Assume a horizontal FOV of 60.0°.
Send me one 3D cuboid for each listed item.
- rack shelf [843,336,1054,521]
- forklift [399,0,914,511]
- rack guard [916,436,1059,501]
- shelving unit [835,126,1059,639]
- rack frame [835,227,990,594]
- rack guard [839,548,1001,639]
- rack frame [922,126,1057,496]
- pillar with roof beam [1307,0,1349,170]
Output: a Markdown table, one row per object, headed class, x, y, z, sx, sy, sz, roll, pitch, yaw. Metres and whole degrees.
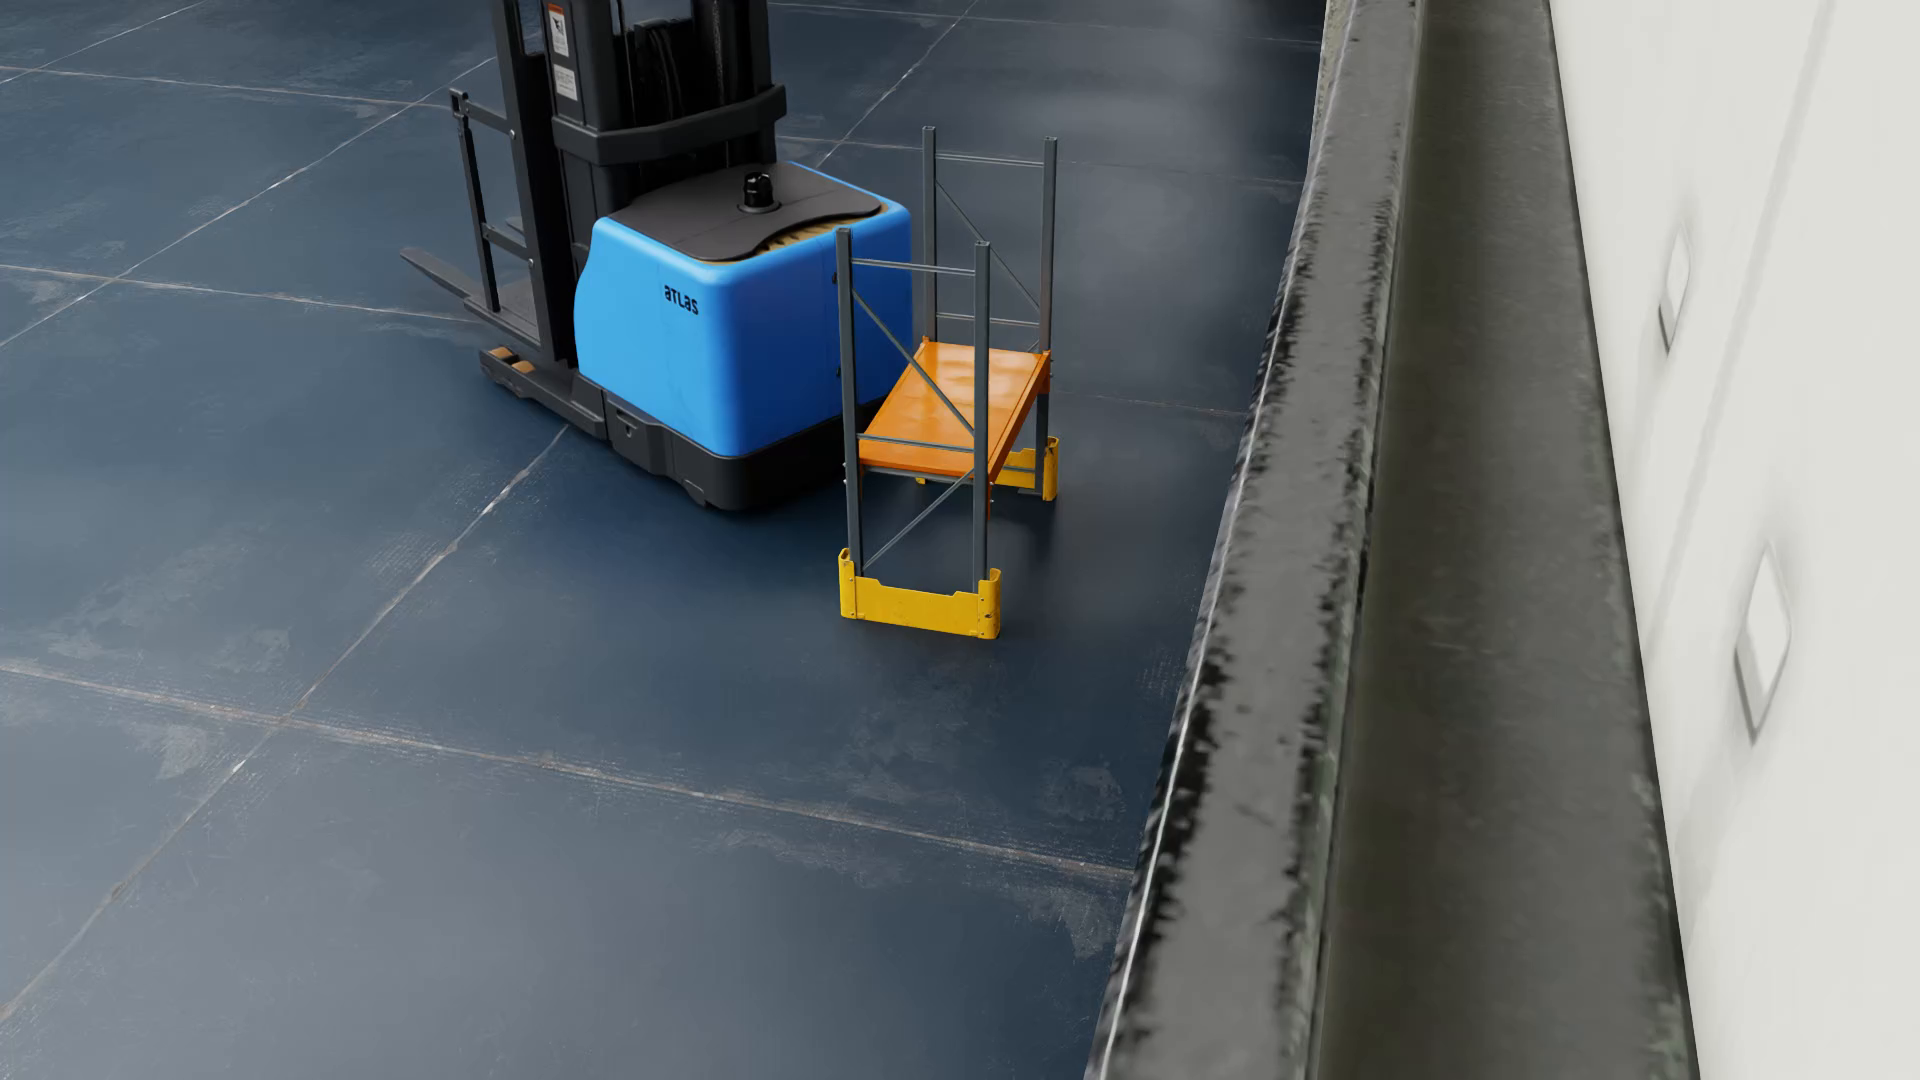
| class | x | y | z | sx | sy | sz | roll | pitch | yaw |
| --- | --- | --- | --- | --- | --- | --- | --- | --- | --- |
| rack shelf | -0.022 | -0.437 | 6.155 | 0.538 | 0.185 | 1.000 | 8 | 33 | 12 |
| forklift | -1.558 | -2.049 | 7.022 | 1.130 | 2.935 | 3.031 | -27 | 41 | -36 |
| rack guard | 0.107 | -0.324 | 6.807 | 0.587 | 0.250 | 0.087 | 8 | 33 | 12 |
| shelving unit | -0.019 | -0.593 | 6.065 | 0.587 | 1.500 | 1.083 | 8 | 33 | 12 |
| rack frame | -0.151 | -0.325 | 5.643 | 0.500 | 1.500 | 0.032 | 8 | 33 | 12 |
| rack guard | -0.146 | 0.192 | 5.994 | 0.587 | 0.250 | 0.087 | 8 | 33 | 12 |
| rack frame | 0.107 | -0.852 | 6.473 | 0.500 | 1.500 | 0.032 | 8 | 33 | 12 |
| pillar with roof beam | -3.228 | -3.330 | 3.381 | 9.100 | 9.000 | 0.400 | 8 | 33 | 12 |
